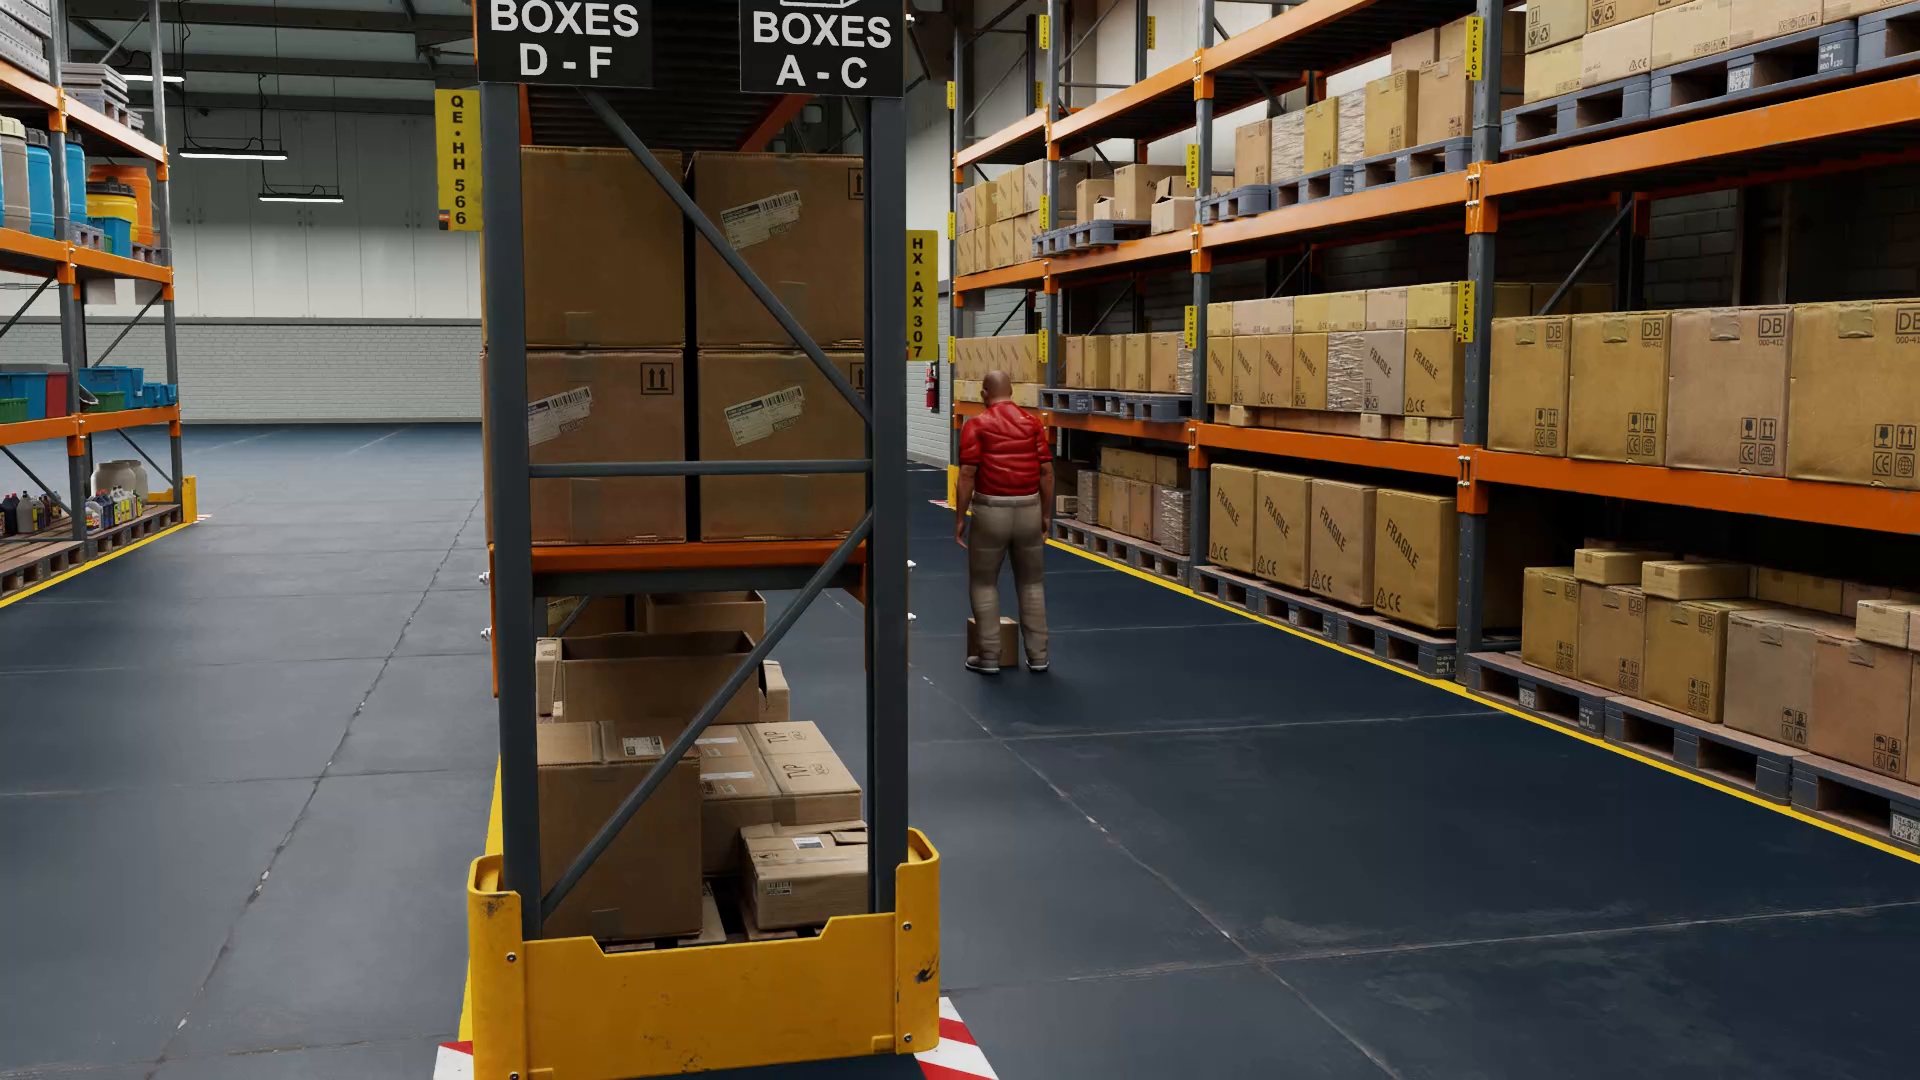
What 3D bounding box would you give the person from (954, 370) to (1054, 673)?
[{"bbox_3d":[0.256,-0.107,9.517,0.605,1.726,0.393,-2,6,-17],"label":"person"}]
